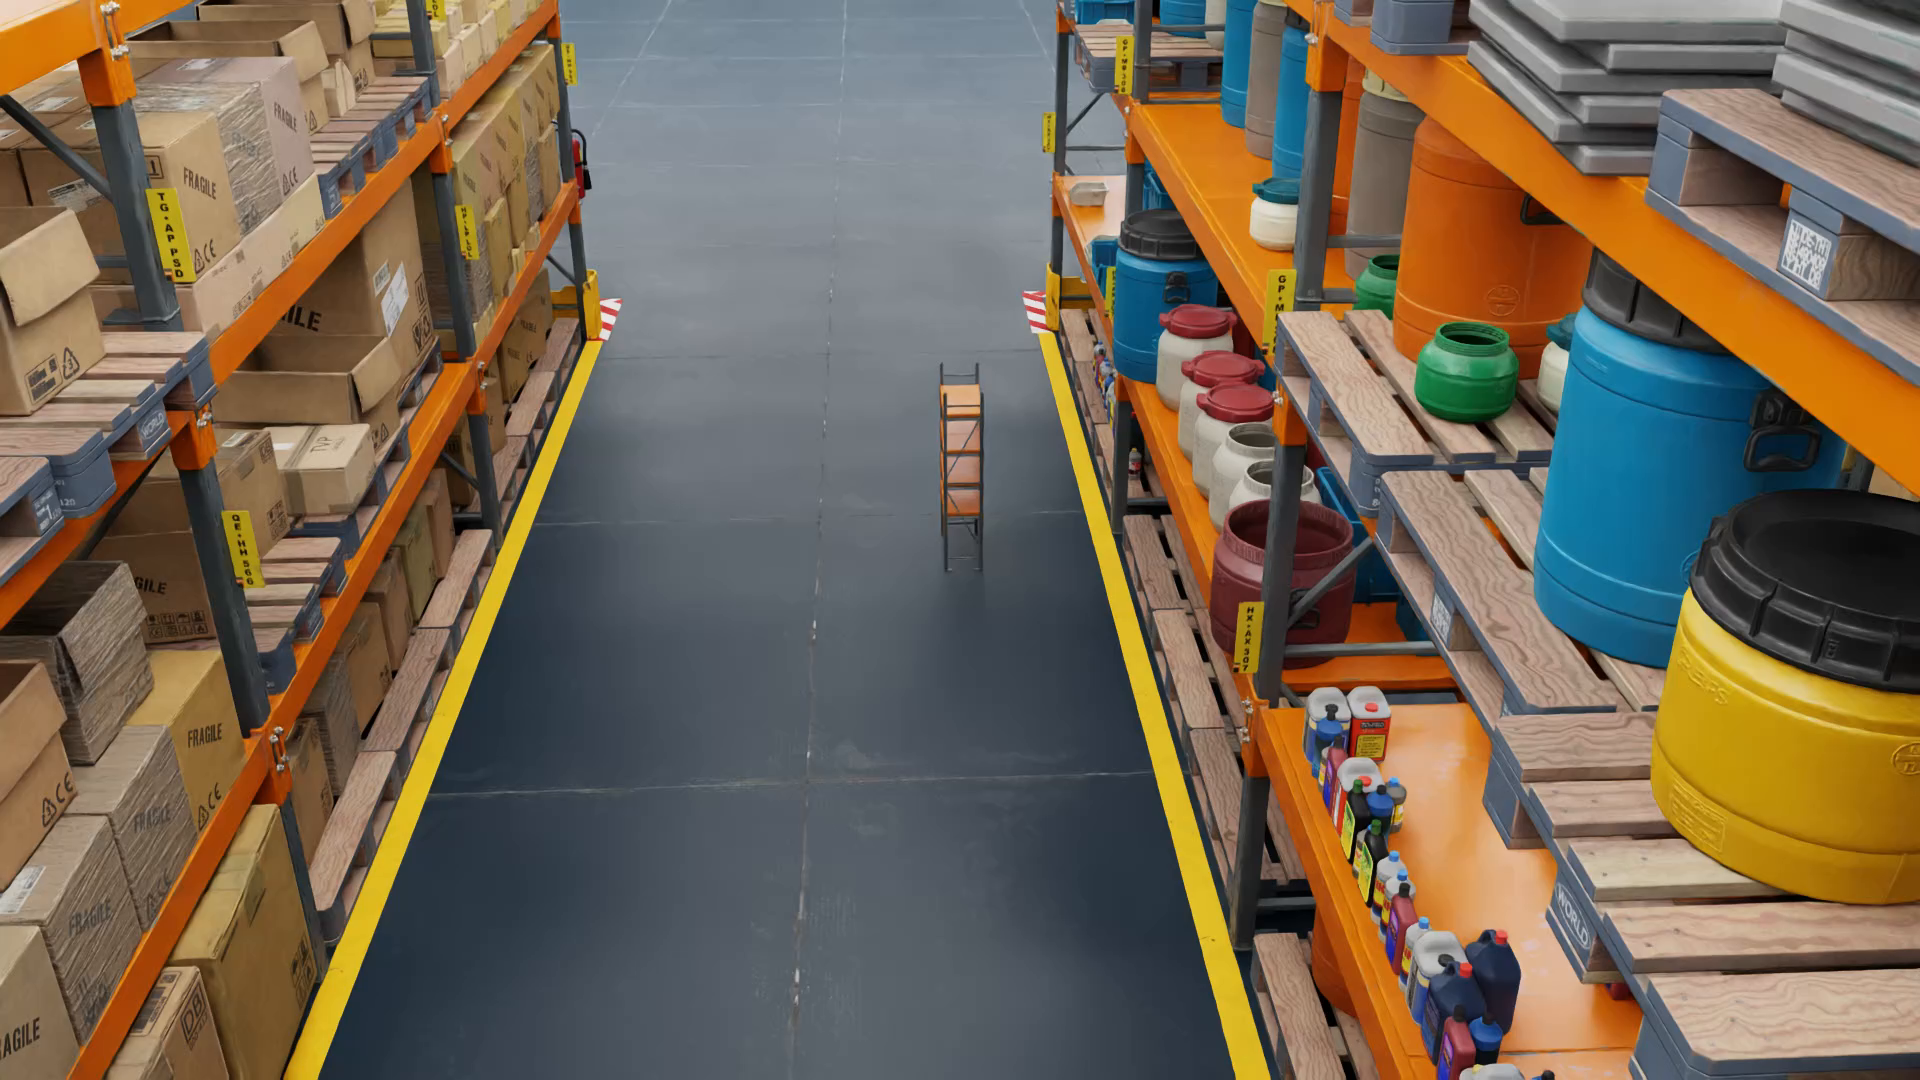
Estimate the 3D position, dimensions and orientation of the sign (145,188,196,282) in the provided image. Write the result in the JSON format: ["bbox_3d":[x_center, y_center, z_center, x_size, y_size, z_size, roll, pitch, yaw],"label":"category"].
[{"bbox_3d":[-2.690,-1.038,5.671,0.100,0.325,0.005,-1,28,-3],"label":"sign"}]

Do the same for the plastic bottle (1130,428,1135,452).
[{"bbox_3d":[1.138,-0.606,11.192,0.061,0.283,0.133,0,28,0],"label":"plastic bottle"}]

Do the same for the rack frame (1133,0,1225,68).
[{"bbox_3d":[1.492,-4.061,8.867,1.000,3.000,0.127,-1,28,-3],"label":"rack frame"}]

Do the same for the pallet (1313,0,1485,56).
[{"bbox_3d":[1.708,-1.619,4.822,1.213,0.211,1.003,-1,28,-3],"label":"pallet"}]

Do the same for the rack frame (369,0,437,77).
[{"bbox_3d":[-3.454,-3.941,8.638,1.000,3.000,0.127,-1,28,-3],"label":"rack frame"}]

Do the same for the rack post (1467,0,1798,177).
[{"bbox_3d":[1.677,-1.077,3.686,0.937,0.300,0.954,1,28,3],"label":"rack post"}]

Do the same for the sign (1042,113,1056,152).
[{"bbox_3d":[0.734,-3.360,13.711,0.100,0.325,0.005,-1,28,-3],"label":"sign"}]

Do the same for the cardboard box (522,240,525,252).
[{"bbox_3d":[-3.315,-2.083,11.835,0.380,0.149,0.250,-1,28,-3],"label":"cardboard box"}]

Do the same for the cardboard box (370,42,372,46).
[{"bbox_3d":[-3.738,-2.749,9.758,0.500,0.250,0.500,0,28,-1],"label":"cardboard box"}]

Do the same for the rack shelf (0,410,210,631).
[{"bbox_3d":[-3.141,0.478,4.186,1.077,0.370,4.000,-1,28,-3],"label":"rack shelf"}]

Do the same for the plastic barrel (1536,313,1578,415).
[{"bbox_3d":[1.904,-0.517,5.012,0.301,0.262,0.301,0,28,0],"label":"plastic barrel"}]

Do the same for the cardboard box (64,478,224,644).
[{"bbox_3d":[-3.313,0.087,6.840,0.500,0.500,0.500,-5,28,-9],"label":"cardboard box"}]

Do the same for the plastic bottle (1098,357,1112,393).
[{"bbox_3d":[1.085,-1.231,12.403,0.097,0.271,0.097,0,28,0],"label":"plastic bottle"}]

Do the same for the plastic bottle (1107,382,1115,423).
[{"bbox_3d":[1.139,-0.992,11.940,0.152,0.276,0.135,-1,28,-2],"label":"plastic bottle"}]

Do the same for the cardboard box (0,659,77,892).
[{"bbox_3d":[-3.192,0.716,5.003,0.797,0.503,0.637,-1,28,-1],"label":"cardboard box"}]

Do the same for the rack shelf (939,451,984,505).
[{"bbox_3d":[0.009,-0.396,10.419,0.258,0.148,0.480,-1,28,-3],"label":"rack shelf"}]

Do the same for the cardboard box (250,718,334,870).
[{"bbox_3d":[-3.300,1.170,7.552,0.700,0.500,0.500,-3,28,-5],"label":"cardboard box"}]

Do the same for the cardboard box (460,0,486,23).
[{"bbox_3d":[-3.221,-3.364,10.505,0.380,0.149,0.250,-2,28,-4],"label":"cardboard box"}]

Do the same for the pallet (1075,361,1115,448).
[{"bbox_3d":[1.432,-1.041,12.579,1.003,0.211,1.213,-1,28,-3],"label":"pallet"}]

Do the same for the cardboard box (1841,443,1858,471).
[{"bbox_3d":[6.197,-0.695,11.420,0.500,0.250,0.500,-1,28,-3],"label":"cardboard box"}]

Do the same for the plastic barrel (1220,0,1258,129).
[{"bbox_3d":[1.736,-2.724,9.005,0.600,0.901,0.708,-1,28,-3],"label":"plastic barrel"}]

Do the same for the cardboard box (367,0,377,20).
[{"bbox_3d":[-3.822,-3.231,10.251,0.380,0.149,0.250,-2,28,-4],"label":"cardboard box"}]

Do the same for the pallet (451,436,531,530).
[{"bbox_3d":[-3.524,-0.354,11.263,1.003,0.211,1.213,-1,28,-3],"label":"pallet"}]

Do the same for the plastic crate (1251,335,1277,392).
[{"bbox_3d":[1.861,-0.892,9.296,0.392,0.384,0.575,-1,28,-3],"label":"plastic crate"}]

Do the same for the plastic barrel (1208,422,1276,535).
[{"bbox_3d":[1.412,-0.268,7.961,0.421,0.512,0.421,0,28,0],"label":"plastic barrel"}]

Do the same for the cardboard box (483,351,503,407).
[{"bbox_3d":[-3.583,-1.094,11.915,0.500,0.500,0.500,-4,28,-7],"label":"cardboard box"}]

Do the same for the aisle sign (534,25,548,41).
[{"bbox_3d":[-3.366,-4.317,13.035,0.394,0.787,0.004,-1,28,-3],"label":"aisle sign"}]

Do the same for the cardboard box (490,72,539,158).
[{"bbox_3d":[-3.332,-3.038,11.883,0.500,0.500,0.500,-1,28,-3],"label":"cardboard box"}]

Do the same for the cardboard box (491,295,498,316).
[{"bbox_3d":[-3.205,-1.507,10.730,0.380,0.149,0.250,-1,28,-3],"label":"cardboard box"}]

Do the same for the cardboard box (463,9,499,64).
[{"bbox_3d":[-3.270,-3.233,10.685,0.500,0.250,0.500,-2,28,-5],"label":"cardboard box"}]

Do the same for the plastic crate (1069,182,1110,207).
[{"bbox_3d":[1.009,-2.710,13.050,0.298,0.136,0.250,-1,28,-3],"label":"plastic crate"}]

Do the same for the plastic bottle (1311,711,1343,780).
[{"bbox_3d":[1.380,0.765,6.241,0.097,0.271,0.097,0,28,0],"label":"plastic bottle"}]

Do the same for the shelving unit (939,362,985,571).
[{"bbox_3d":[0.009,-0.456,10.388,0.258,1.200,0.503,-1,28,-3],"label":"shelving unit"}]

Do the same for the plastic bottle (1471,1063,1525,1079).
[{"bbox_3d":[1.502,1.603,4.628,0.152,0.276,0.135,-1,28,-3],"label":"plastic bottle"}]

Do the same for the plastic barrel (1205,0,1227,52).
[{"bbox_3d":[1.666,-3.170,9.829,0.421,0.512,0.421,0,28,0],"label":"plastic barrel"}]

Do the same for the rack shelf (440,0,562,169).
[{"bbox_3d":[-3.558,-3.216,11.269,1.077,0.370,4.000,-1,28,-3],"label":"rack shelf"}]

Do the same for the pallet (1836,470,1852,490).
[{"bbox_3d":[6.439,-0.651,11.832,1.003,0.211,1.213,-1,28,-3],"label":"pallet"}]

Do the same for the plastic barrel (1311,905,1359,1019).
[{"bbox_3d":[1.744,1.448,6.685,0.600,0.830,0.708,-1,28,-3],"label":"plastic barrel"}]

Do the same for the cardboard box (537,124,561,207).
[{"bbox_3d":[-3.515,-2.822,12.550,0.875,0.500,0.500,-1,28,-3],"label":"cardboard box"}]

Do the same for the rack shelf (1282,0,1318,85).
[{"bbox_3d":[1.597,-2.641,7.355,1.077,0.370,4.000,-1,28,-3],"label":"rack shelf"}]

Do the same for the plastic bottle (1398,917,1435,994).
[{"bbox_3d":[1.440,1.298,5.218,0.097,0.271,0.097,0,28,0],"label":"plastic bottle"}]

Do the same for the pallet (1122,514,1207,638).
[{"bbox_3d":[1.572,0.197,10.206,1.003,0.211,1.213,-1,28,-3],"label":"pallet"}]

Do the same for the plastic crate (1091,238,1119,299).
[{"bbox_3d":[1.163,-1.840,11.257,0.499,0.251,0.616,-1,28,-3],"label":"plastic crate"}]

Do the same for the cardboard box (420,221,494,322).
[{"bbox_3d":[-3.416,-1.667,10.335,0.875,0.500,0.500,-1,28,-3],"label":"cardboard box"}]

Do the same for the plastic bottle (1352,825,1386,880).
[{"bbox_3d":[1.411,1.071,5.729,0.097,0.201,0.097,0,28,0],"label":"plastic bottle"}]

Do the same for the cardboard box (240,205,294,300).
[{"bbox_3d":[-3.042,-1.158,6.707,0.500,0.250,0.500,-1,28,-1],"label":"cardboard box"}]

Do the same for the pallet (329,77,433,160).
[{"bbox_3d":[-3.528,-2.240,8.824,1.213,0.211,1.003,-1,28,-3],"label":"pallet"}]

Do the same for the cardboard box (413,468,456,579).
[{"bbox_3d":[-3.443,-0.084,9.957,0.700,0.500,0.500,-3,28,-7],"label":"cardboard box"}]

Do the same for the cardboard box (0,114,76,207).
[{"bbox_3d":[-3.520,-1.245,6.062,0.500,0.500,0.500,-1,28,-1],"label":"cardboard box"}]

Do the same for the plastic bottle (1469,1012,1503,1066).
[{"bbox_3d":[1.523,1.489,4.852,0.097,0.271,0.097,0,28,0],"label":"plastic bottle"}]
